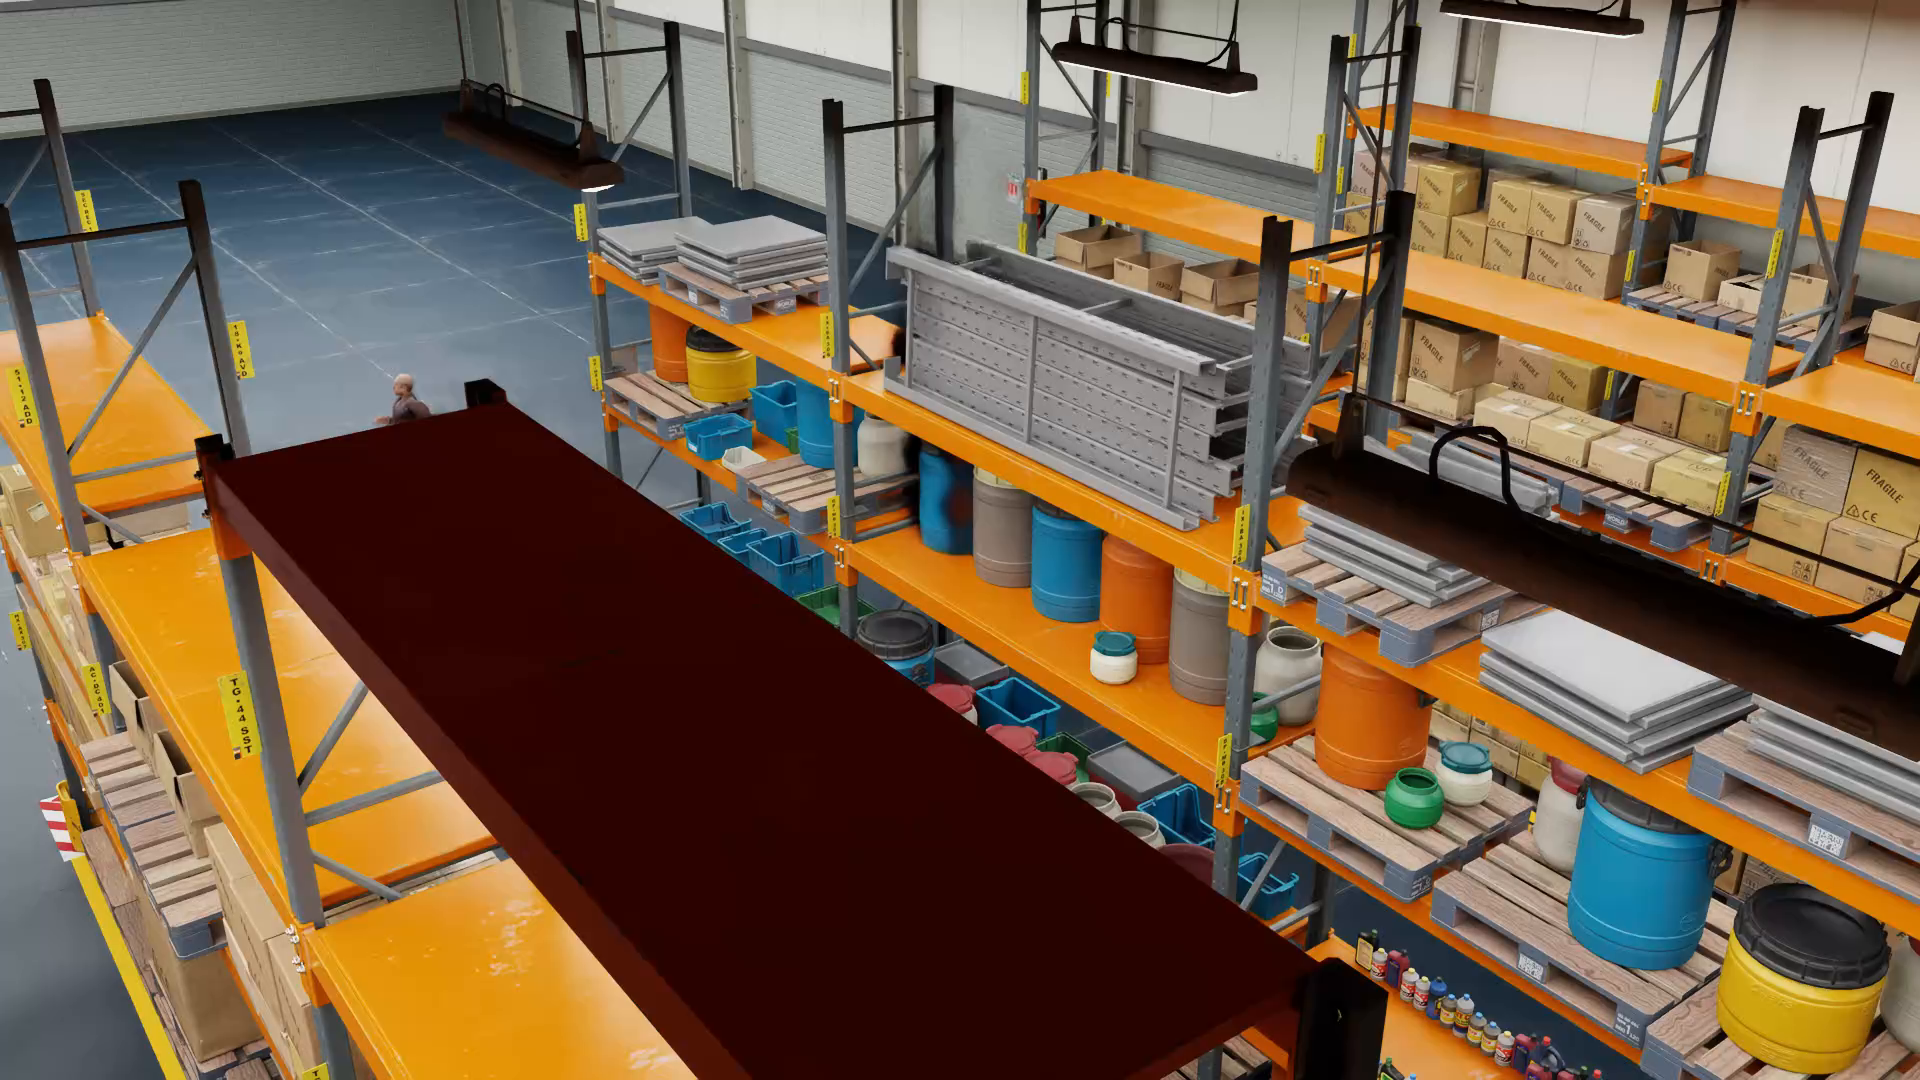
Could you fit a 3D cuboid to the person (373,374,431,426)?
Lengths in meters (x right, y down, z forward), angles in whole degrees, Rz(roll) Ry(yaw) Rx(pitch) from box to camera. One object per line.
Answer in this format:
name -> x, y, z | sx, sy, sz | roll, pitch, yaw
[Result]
person -> -6.244, -1.031, 19.080 | 0.966, 1.831, 0.693 | -6, 25, -12
